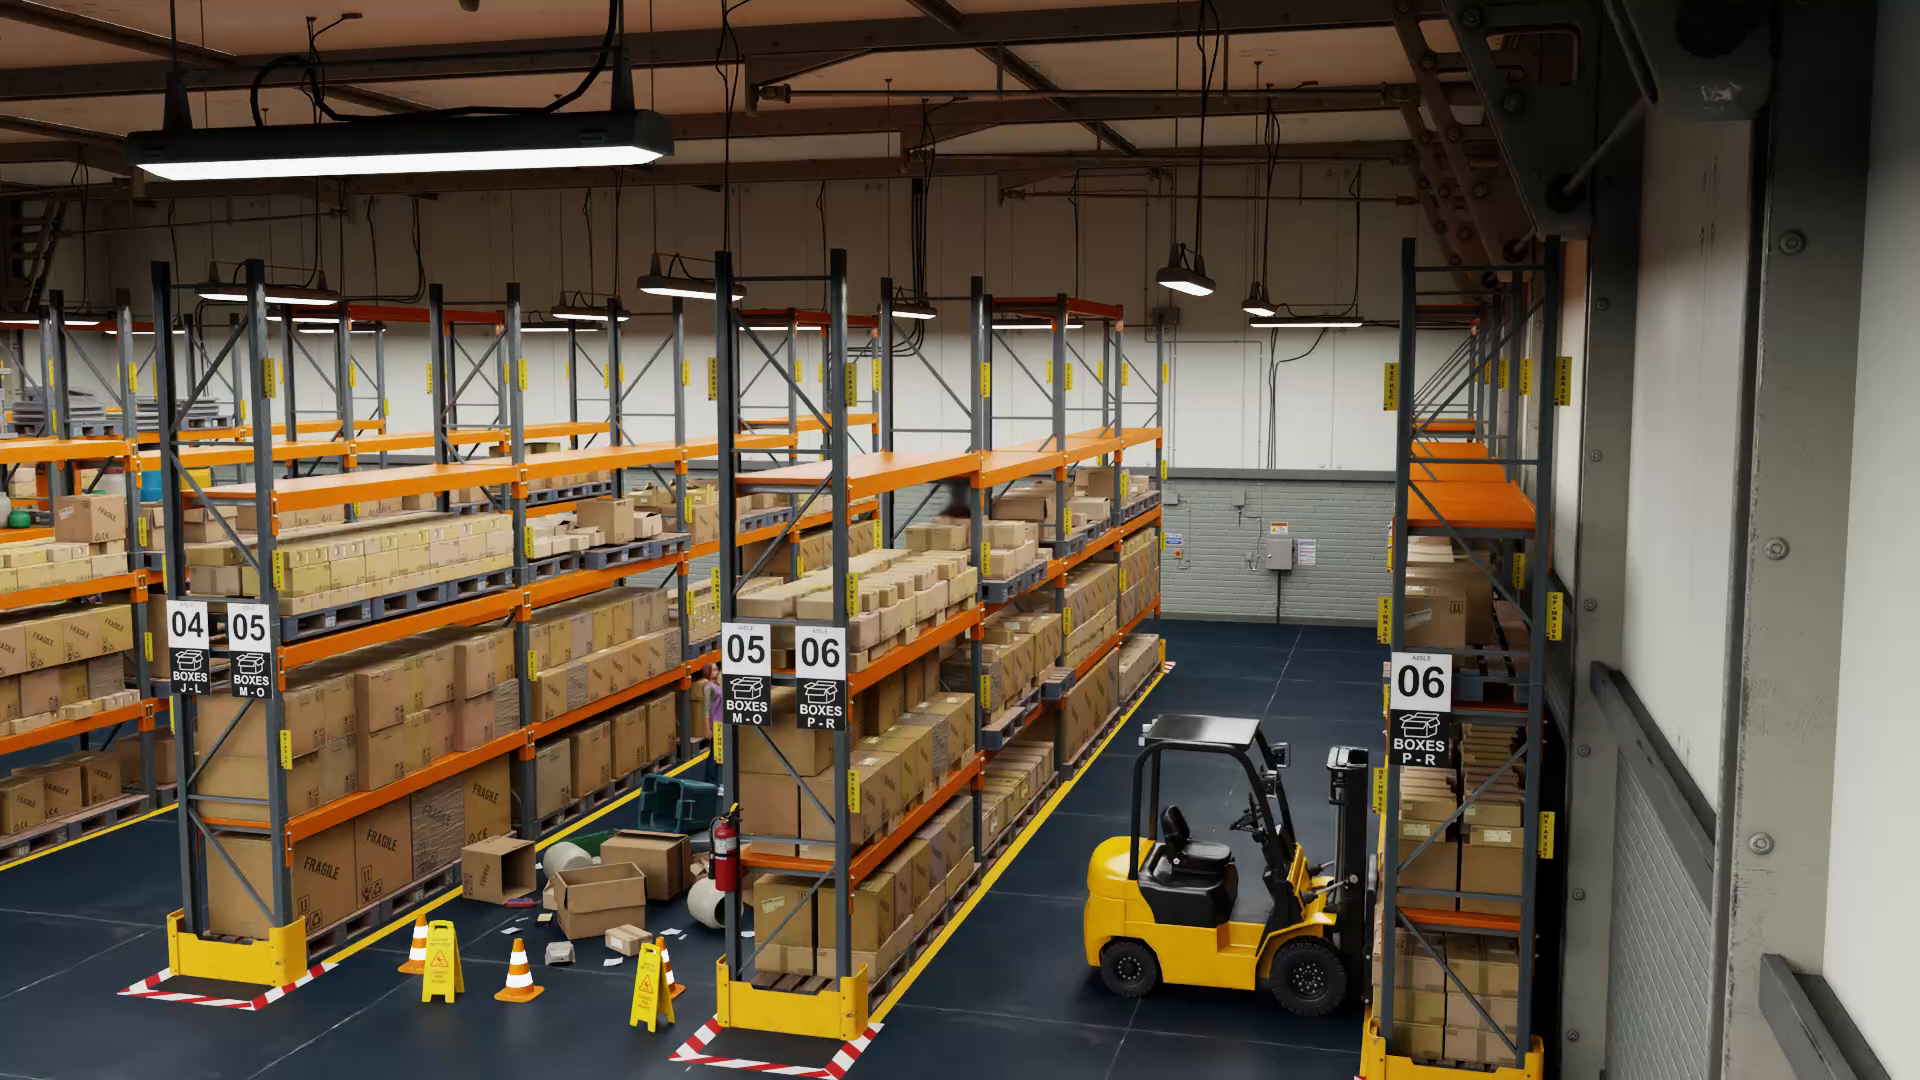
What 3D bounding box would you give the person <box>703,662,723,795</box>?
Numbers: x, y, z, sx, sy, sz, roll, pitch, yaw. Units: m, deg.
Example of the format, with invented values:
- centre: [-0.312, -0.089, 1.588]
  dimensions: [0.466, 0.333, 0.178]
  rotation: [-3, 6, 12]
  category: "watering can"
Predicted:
- centre: [-2.903, 2.265, 20.098]
  dimensions: [0.379, 1.568, 0.432]
  rotation: [-1, 6, -12]
  category: "person"
